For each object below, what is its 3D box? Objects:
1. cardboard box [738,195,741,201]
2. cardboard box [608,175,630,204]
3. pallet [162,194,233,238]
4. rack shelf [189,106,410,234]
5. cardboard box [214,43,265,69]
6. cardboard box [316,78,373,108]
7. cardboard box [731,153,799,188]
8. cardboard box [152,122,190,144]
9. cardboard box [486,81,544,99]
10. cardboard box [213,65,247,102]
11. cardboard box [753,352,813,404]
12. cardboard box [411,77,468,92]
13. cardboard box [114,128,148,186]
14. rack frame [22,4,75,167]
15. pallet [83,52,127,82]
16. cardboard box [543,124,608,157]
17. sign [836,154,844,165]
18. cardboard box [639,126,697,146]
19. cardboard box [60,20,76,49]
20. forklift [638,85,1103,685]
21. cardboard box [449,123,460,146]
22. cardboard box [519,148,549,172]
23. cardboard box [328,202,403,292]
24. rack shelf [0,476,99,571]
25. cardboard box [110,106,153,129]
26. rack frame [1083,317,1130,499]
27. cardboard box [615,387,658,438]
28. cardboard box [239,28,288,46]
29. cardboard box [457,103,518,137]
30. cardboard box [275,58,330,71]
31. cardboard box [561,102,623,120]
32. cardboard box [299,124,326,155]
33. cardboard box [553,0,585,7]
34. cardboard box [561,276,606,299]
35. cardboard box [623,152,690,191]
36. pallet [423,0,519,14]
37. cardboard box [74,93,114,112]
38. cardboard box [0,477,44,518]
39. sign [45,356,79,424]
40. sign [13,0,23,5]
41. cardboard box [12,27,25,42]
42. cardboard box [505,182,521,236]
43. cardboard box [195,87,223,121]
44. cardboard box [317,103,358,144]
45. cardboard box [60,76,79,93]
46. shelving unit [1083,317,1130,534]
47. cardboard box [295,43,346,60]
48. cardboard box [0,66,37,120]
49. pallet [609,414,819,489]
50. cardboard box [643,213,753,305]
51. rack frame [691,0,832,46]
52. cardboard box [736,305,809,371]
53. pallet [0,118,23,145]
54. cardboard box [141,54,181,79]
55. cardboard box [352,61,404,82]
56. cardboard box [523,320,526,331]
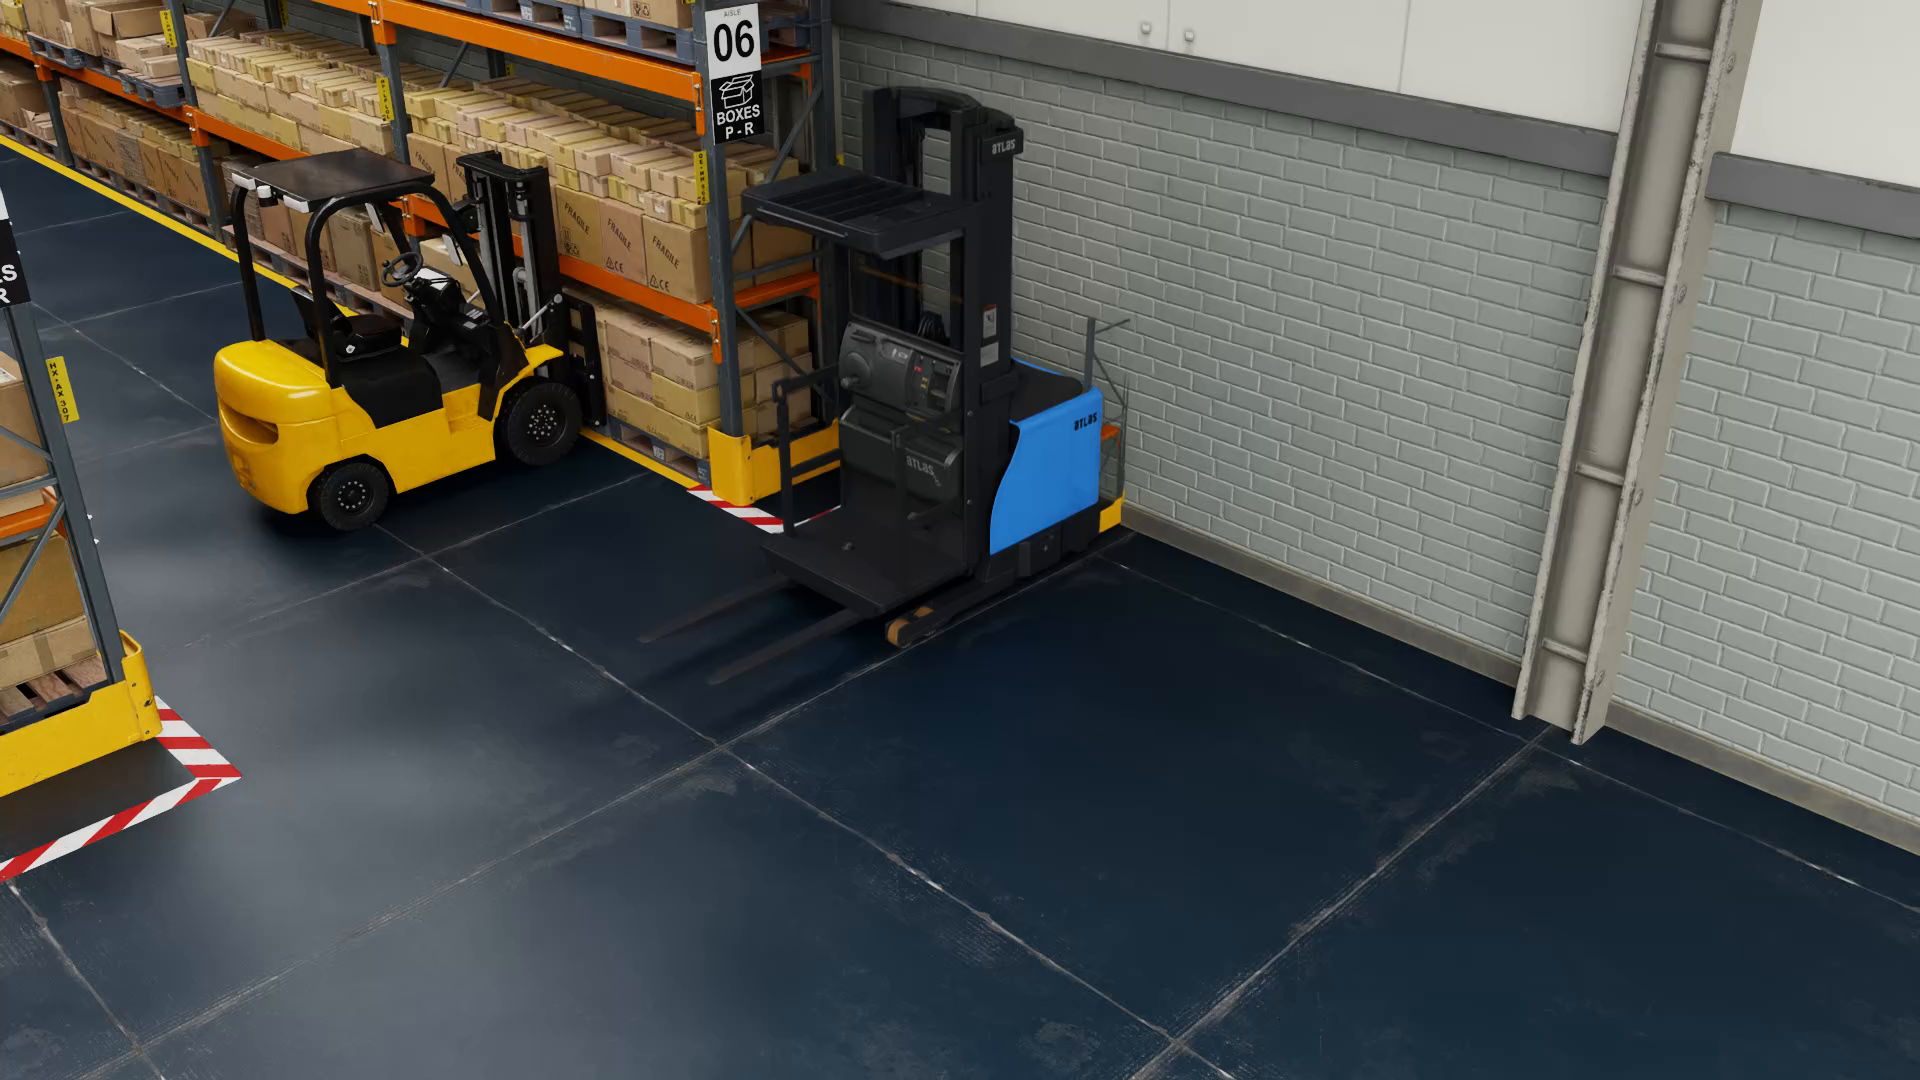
[{"bbox_3d":[-1.264,-2.327,11.141,0.250,0.149,0.380,23,36,37],"label":"cardboard box"},{"bbox_3d":[-2.162,-2.413,11.306,0.250,0.149,0.380,24,36,38],"label":"cardboard box"},{"bbox_3d":[-7.415,-3.431,17.042,1.213,0.211,1.003,25,36,38],"label":"pallet"},{"bbox_3d":[-5.483,-3.438,14.832,4.000,0.370,1.077,25,36,38],"label":"rack shelf"},{"bbox_3d":[-6.495,-4.377,15.040,0.380,0.149,0.250,-24,36,-38],"label":"cardboard box"},{"bbox_3d":[-5.071,-3.690,13.734,0.250,0.149,0.380,23,36,37],"label":"cardboard box"},{"bbox_3d":[-1.294,-2.442,11.041,0.250,0.149,0.380,24,36,37],"label":"cardboard box"},{"bbox_3d":[-7.968,-4.133,16.919,0.380,0.149,0.250,-24,36,-38],"label":"cardboard box"},{"bbox_3d":[-3.467,-3.467,12.991,0.250,0.149,0.380,23,36,37],"label":"cardboard box"},{"bbox_3d":[-6.407,-4.174,15.083,0.500,0.250,0.500,-24,36,-38],"label":"cardboard box"},{"bbox_3d":[-1.394,-1.211,11.790,0.500,0.250,0.500,-25,36,-38],"label":"cardboard box"},{"bbox_3d":[-4.311,-3.726,13.802,0.250,0.149,0.380,23,36,37],"label":"cardboard box"},{"bbox_3d":[-8.469,-4.055,17.467,0.500,0.500,0.500,23,35,37],"label":"cardboard box"},{"bbox_3d":[-9.761,-5.714,18.388,0.127,3.000,1.000,25,36,38],"label":"rack frame"},{"bbox_3d":[-8.299,-4.957,17.154,1.213,0.211,1.003,25,36,38],"label":"pallet"},{"bbox_3d":[-2.705,-2.807,11.735,0.380,0.149,0.250,-25,36,-38],"label":"cardboard box"},{"bbox_3d":[-0.811,-2.399,11.068,0.005,0.325,0.100,25,36,38],"label":"sign"},{"bbox_3d":[-2.026,-2.784,11.690,0.380,0.149,0.250,-24,36,-38],"label":"cardboard box"},{"bbox_3d":[-9.039,-5.260,17.217,0.396,0.266,0.258,-23,36,-37],"label":"cardboard box"},{"bbox_3d":[-0.494,-0.946,9.393,1.130,2.935,3.031,24,36,38],"label":"forklift"},{"bbox_3d":[-3.622,-3.084,12.582,0.250,0.149,0.380,24,36,38],"label":"cardboard box"},{"bbox_3d":[-2.925,-2.733,11.913,0.250,0.149,0.380,24,36,37],"label":"cardboard box"},{"bbox_3d":[-4.984,-2.661,14.681,0.625,0.625,0.875,24,36,38],"label":"cardboard box"},{"bbox_3d":[-6.108,-0.484,9.215,4.000,0.370,1.077,25,36,38],"label":"rack shelf"},{"bbox_3d":[-8.717,-4.470,17.560,0.380,0.149,0.250,-24,36,-37],"label":"cardboard box"},{"bbox_3d":[0.915,-0.727,10.469,0.032,1.500,0.500,21,31,35],"label":"rack frame"},{"bbox_3d":[-2.109,-0.982,11.890,0.500,0.250,0.500,25,36,38],"label":"cardboard box"},{"bbox_3d":[-6.535,-4.702,15.657,0.380,0.149,0.250,-24,36,-38],"label":"cardboard box"},{"bbox_3d":[-3.488,-3.111,12.312,0.380,0.149,0.250,-24,36,-38],"label":"cardboard box"},{"bbox_3d":[-5.707,-4.068,14.453,0.250,0.149,0.380,25,36,38],"label":"cardboard box"},{"bbox_3d":[-2.726,-3.135,12.358,0.250,0.149,0.380,24,36,38],"label":"cardboard box"},{"bbox_3d":[-5.294,-3.450,14.242,0.500,0.250,0.500,25,37,39],"label":"cardboard box"},{"bbox_3d":[-2.351,-3.832,10.919,0.500,0.500,0.700,25,37,39],"label":"cardboard box"},{"bbox_3d":[-2.842,-1.751,12.279,0.500,0.250,0.500,24,36,37],"label":"cardboard box"},{"bbox_3d":[-2.011,-2.455,11.066,0.380,0.149,0.250,-24,36,-38],"label":"cardboard box"},{"bbox_3d":[-3.430,-4.123,12.233,1.213,0.211,1.003,25,36,38],"label":"pallet"},{"bbox_3d":[-9.440,-4.811,18.207,0.250,0.149,0.380,23,36,37],"label":"cardboard box"},{"bbox_3d":[-4.779,-0.219,8.206,0.250,0.149,0.380,25,37,39],"label":"cardboard box"},{"bbox_3d":[-4.301,-0.714,7.947,0.005,0.325,0.100,25,36,38],"label":"sign"},{"bbox_3d":[-10.136,-5.915,17.839,0.005,0.325,0.100,25,36,38],"label":"sign"},{"bbox_3d":[-10.366,-5.701,18.633,0.380,0.149,0.250,-24,36,-38],"label":"cardboard box"},{"bbox_3d":[-3.178,-2.588,12.334,0.500,0.500,0.500,24,36,38],"label":"cardboard box"},{"bbox_3d":[-6.764,-4.117,15.511,0.500,0.250,0.500,25,37,39],"label":"cardboard box"},{"bbox_3d":[-4.958,-3.500,13.800,0.500,0.250,0.500,23,36,37],"label":"cardboard box"},{"bbox_3d":[-9.649,-5.027,18.299,0.250,0.149,0.380,24,36,38],"label":"cardboard box"},{"bbox_3d":[0.517,-0.879,10.763,1.083,1.500,0.587,21,31,35],"label":"shelving unit"},{"bbox_3d":[-5.772,-4.380,15.047,0.250,0.149,0.380,24,36,38],"label":"cardboard box"},{"bbox_3d":[-11.354,-5.370,19.968,0.500,0.500,0.500,-24,36,-38],"label":"cardboard box"},{"bbox_3d":[-1.779,-0.800,12.038,1.213,0.211,1.003,25,36,38],"label":"pallet"},{"bbox_3d":[-1.739,-1.916,11.058,0.500,0.500,0.500,24,36,37],"label":"cardboard box"},{"bbox_3d":[-1.204,-4.454,9.545,0.127,3.000,1.000,25,36,38],"label":"rack frame"},{"bbox_3d":[-1.414,-1.430,11.669,0.500,0.250,0.500,24,36,38],"label":"cardboard box"},{"bbox_3d":[-11.124,-5.102,20.221,1.213,0.211,1.003,25,36,38],"label":"pallet"},{"bbox_3d":[-7.646,-4.571,16.032,0.380,0.149,0.250,-24,36,-38],"label":"cardboard box"},{"bbox_3d":[-5.029,-4.055,14.427,0.250,0.149,0.380,24,36,38],"label":"cardboard box"},{"bbox_3d":[-3.217,-1.702,12.724,0.500,0.250,0.500,24,36,38],"label":"cardboard box"}]
